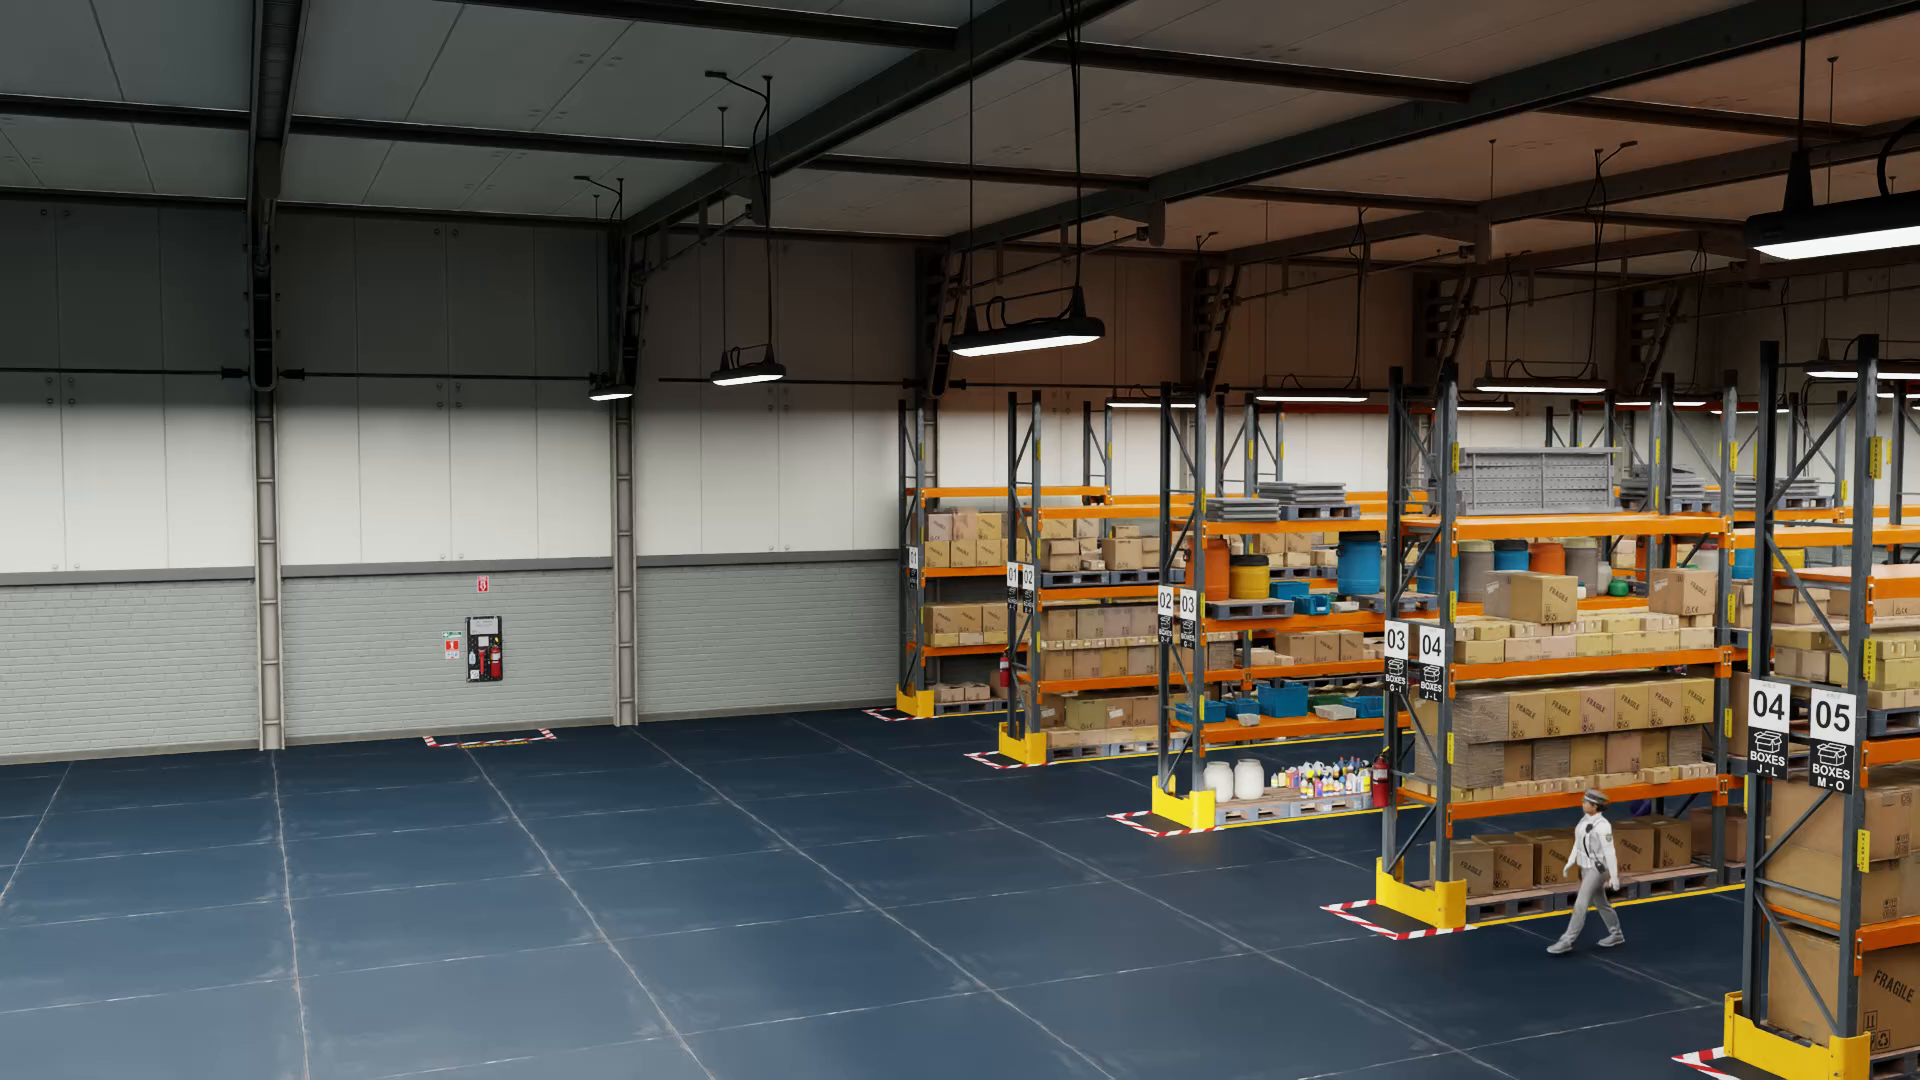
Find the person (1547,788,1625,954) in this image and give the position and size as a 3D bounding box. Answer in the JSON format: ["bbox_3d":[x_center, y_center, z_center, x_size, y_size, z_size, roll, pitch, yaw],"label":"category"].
[{"bbox_3d":[6.349,3.332,16.866,0.928,1.639,0.552,0,3,-5],"label":"person"}]

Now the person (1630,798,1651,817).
[{"bbox_3d":[8.966,3.064,21.914,0.522,1.645,0.537,-1,4,-24],"label":"person"}]
